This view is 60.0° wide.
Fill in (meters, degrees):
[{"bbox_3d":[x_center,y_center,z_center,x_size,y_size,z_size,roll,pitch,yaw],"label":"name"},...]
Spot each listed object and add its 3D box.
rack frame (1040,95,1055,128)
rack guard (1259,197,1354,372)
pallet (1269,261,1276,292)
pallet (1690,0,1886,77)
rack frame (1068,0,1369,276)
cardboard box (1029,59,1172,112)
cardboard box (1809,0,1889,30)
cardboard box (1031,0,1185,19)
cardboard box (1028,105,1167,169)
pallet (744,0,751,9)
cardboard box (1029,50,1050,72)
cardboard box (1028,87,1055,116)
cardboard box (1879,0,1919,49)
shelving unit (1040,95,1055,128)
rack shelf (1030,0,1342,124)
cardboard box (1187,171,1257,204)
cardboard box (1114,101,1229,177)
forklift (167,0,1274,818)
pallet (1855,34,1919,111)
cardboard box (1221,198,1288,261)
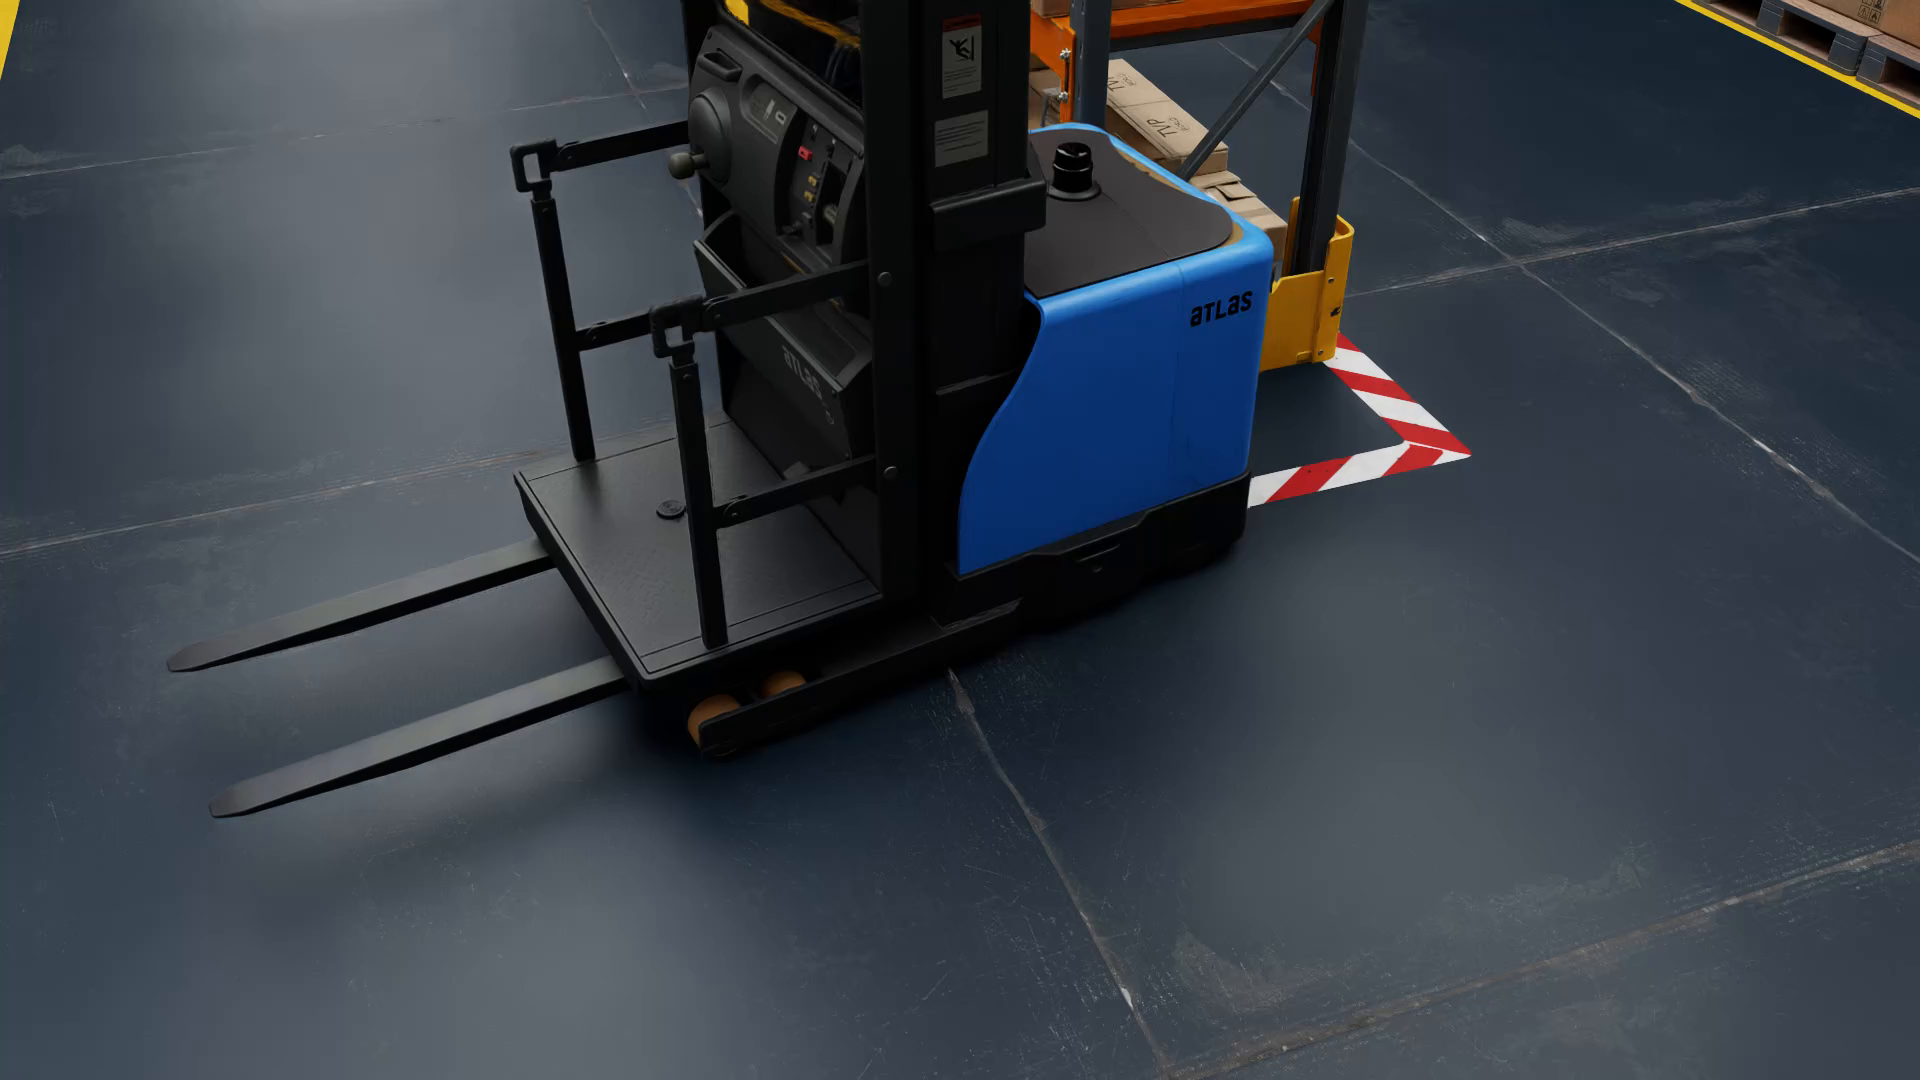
[{"bbox_3d":[0.246,-0.973,5.680,0.008,1.050,0.200,-6,36,-24],"label":"rack frame"},{"bbox_3d":[0.803,-0.850,5.963,1.175,0.500,0.348,-12,39,-16],"label":"rack guard"},{"bbox_3d":[0.527,-1.185,6.648,1.003,0.211,1.213,-12,39,-16],"label":"pallet"},{"bbox_3d":[4.714,-2.843,8.849,1.003,0.211,1.213,-12,39,-16],"label":"pallet"},{"bbox_3d":[0.829,-1.806,5.154,1.000,3.000,0.127,-12,39,-16],"label":"rack frame"},{"bbox_3d":[0.564,-1.814,7.085,0.500,0.250,0.500,-12,39,-16],"label":"cardboard box"},{"bbox_3d":[4.798,-2.944,8.394,0.700,0.500,0.500,-14,39,-17],"label":"cardboard box"},{"bbox_3d":[0.419,-2.042,5.385,0.500,0.500,0.500,-11,38,-15],"label":"cardboard box"},{"bbox_3d":[0.410,-1.239,6.114,0.500,0.500,0.500,-12,39,-16],"label":"cardboard box"},{"bbox_3d":[-0.863,-3.403,9.593,1.003,0.211,1.213,-12,39,-16],"label":"pallet"},{"bbox_3d":[0.104,-2.184,7.365,0.797,0.503,0.637,-12,39,-16],"label":"cardboard box"},{"bbox_3d":[0.112,-1.682,6.910,0.500,0.250,0.500,-12,39,-16],"label":"cardboard box"},{"bbox_3d":[4.972,-2.660,8.017,0.700,0.500,0.500,-13,39,-16],"label":"cardboard box"},{"bbox_3d":[0.135,-0.961,5.631,0.252,1.050,0.215,-6,36,-24],"label":"shelving unit"},{"bbox_3d":[0.141,-2.648,6.871,1.077,0.370,4.000,-12,39,-16],"label":"rack shelf"},{"bbox_3d":[0.921,-1.299,6.470,0.380,0.166,0.250,-12,39,-16],"label":"cardboard box"},{"bbox_3d":[0.736,-1.532,6.710,0.500,0.250,0.500,-12,39,-16],"label":"cardboard box"},{"bbox_3d":[-0.649,-0.954,4.080,3.031,2.935,1.130,-19,41,-23],"label":"forklift"},{"bbox_3d":[5.130,-2.155,7.936,1.003,0.211,1.213,-12,39,-16],"label":"pallet"},{"bbox_3d":[1.007,-1.151,6.288,0.380,0.149,0.250,-12,39,-16],"label":"cardboard box"}]
